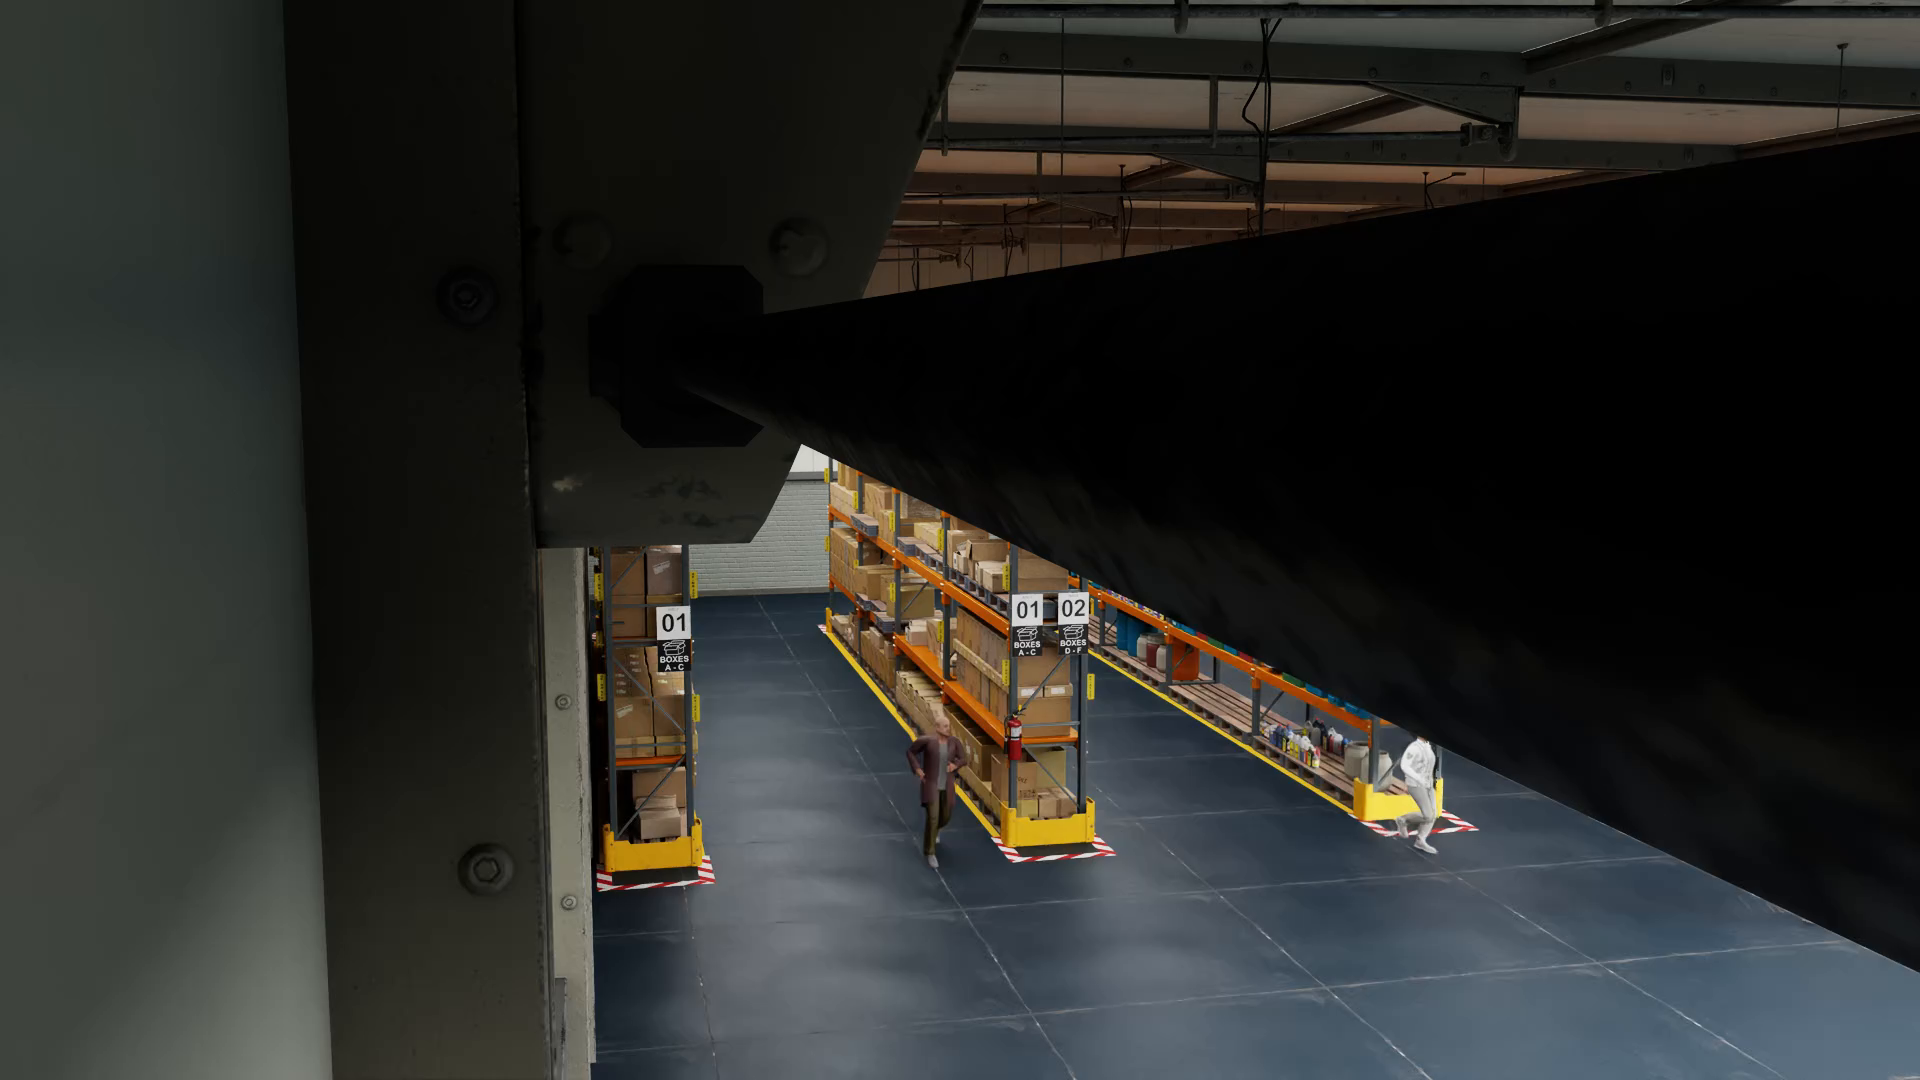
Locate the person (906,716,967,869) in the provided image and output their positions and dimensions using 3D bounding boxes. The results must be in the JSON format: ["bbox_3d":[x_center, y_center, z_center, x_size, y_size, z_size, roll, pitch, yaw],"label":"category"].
[{"bbox_3d":[-0.248,3.146,20.541,0.727,1.564,1.001,-3,7,-24],"label":"person"}]

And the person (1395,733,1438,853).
[{"bbox_3d":[5.735,3.058,20.803,0.522,1.667,0.655,7,9,44],"label":"person"}]
